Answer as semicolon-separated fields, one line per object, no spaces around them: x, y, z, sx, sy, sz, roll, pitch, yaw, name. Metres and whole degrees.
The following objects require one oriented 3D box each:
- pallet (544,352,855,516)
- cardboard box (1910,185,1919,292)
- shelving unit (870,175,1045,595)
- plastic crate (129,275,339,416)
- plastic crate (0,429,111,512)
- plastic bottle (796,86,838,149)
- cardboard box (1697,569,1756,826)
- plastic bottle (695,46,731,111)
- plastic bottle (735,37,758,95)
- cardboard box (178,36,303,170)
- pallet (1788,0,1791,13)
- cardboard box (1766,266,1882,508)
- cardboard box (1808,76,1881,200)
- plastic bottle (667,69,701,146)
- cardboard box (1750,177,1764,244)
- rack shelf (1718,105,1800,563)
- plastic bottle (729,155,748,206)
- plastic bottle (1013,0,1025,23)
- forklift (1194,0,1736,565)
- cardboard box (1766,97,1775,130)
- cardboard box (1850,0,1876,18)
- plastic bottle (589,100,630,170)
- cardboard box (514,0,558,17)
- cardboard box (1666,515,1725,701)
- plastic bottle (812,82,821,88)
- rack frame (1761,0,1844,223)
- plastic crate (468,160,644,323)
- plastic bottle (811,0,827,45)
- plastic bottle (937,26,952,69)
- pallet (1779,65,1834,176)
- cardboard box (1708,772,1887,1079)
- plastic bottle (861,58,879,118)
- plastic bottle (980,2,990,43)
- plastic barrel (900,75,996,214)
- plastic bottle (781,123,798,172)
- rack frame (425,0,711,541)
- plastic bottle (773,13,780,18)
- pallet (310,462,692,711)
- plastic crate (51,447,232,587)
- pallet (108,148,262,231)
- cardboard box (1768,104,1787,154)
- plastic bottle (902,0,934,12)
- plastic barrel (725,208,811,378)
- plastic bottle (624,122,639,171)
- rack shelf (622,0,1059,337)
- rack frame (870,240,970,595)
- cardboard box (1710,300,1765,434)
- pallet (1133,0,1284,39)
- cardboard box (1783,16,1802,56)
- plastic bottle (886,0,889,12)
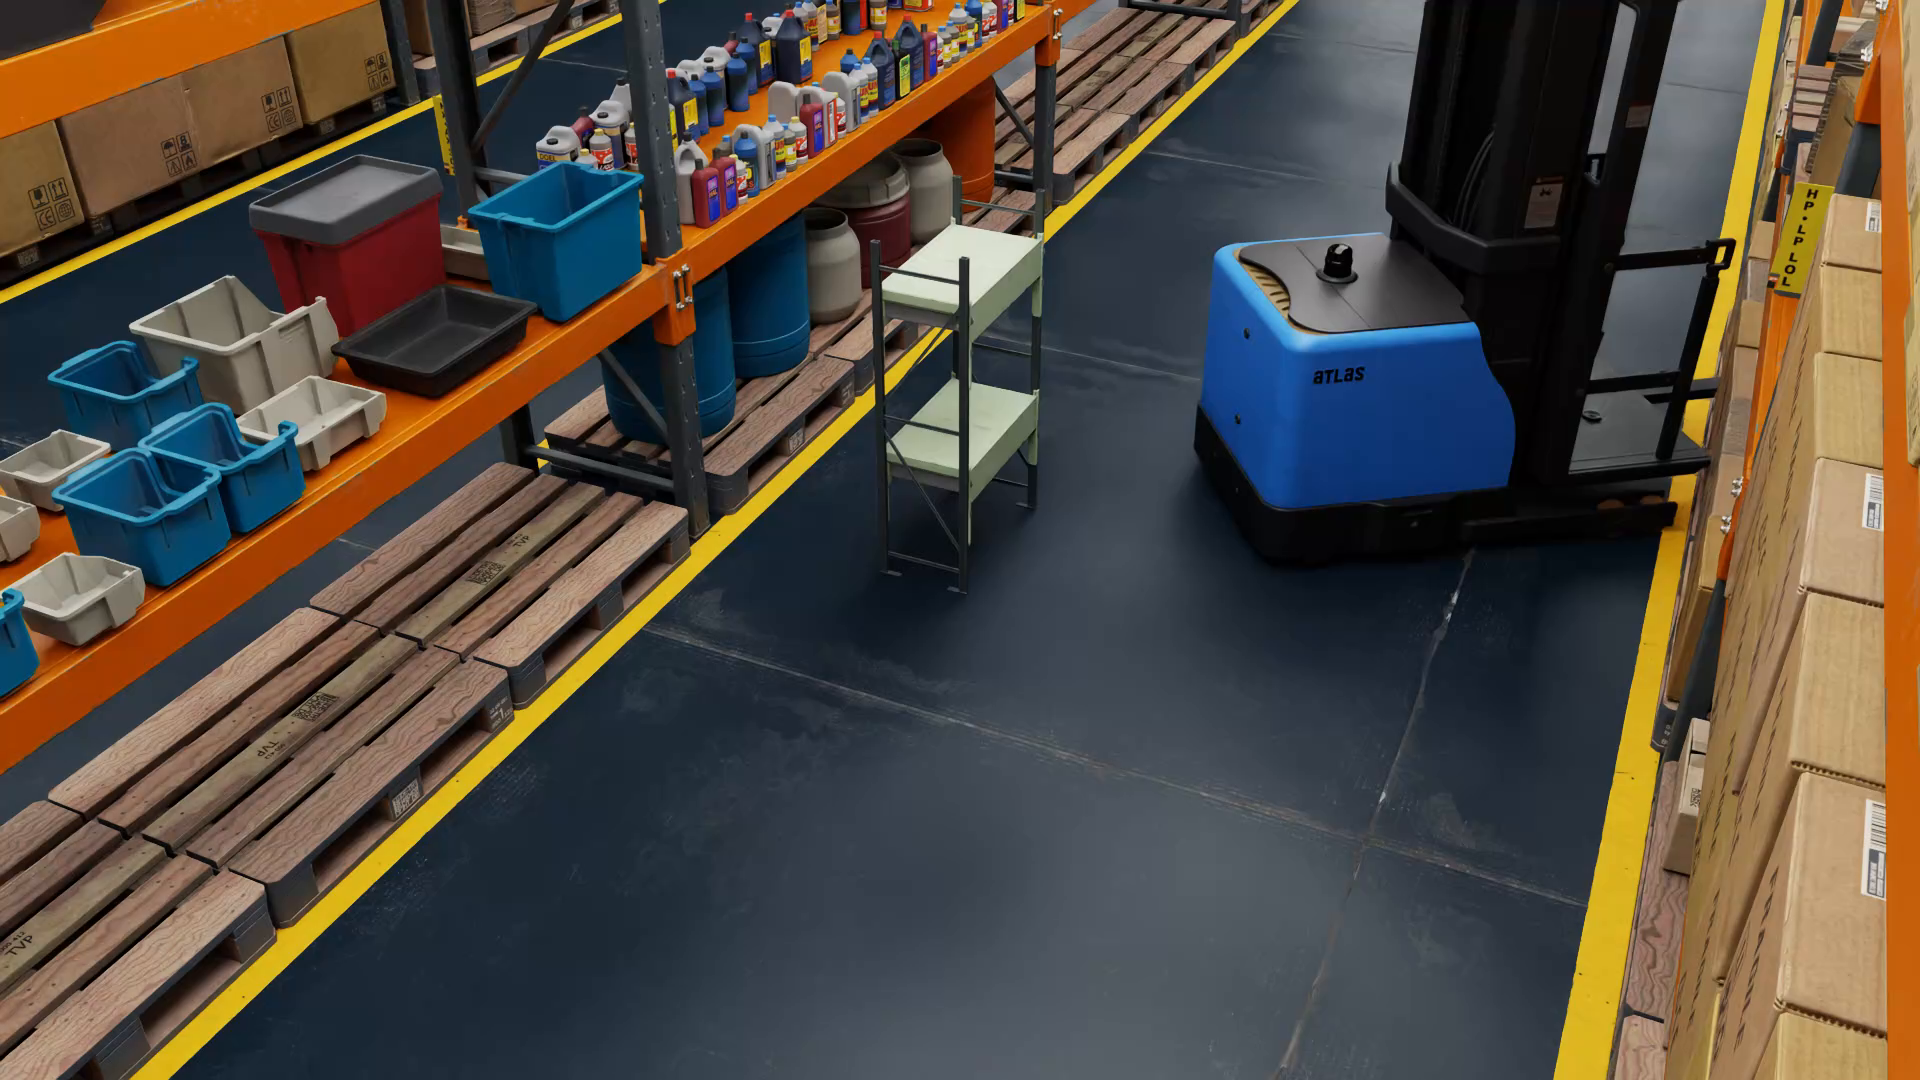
-1.217;-0.603;7.977;1.003;0.211;1.213;14;36;20;pallet
1.862;-0.516;2.703;0.500;0.250;0.500;14;36;20;cardboard box
0.003;-0.631;6.844;0.431;1.500;0.755;14;36;20;shelving unit
-2.384;-0.652;5.562;0.437;0.282;0.530;14;36;20;plastic crate
-2.739;-0.202;5.008;0.298;0.136;0.250;14;36;20;plastic crate
-0.651;-1.947;7.597;0.152;0.276;0.135;14;36;20;plastic bottle
2.036;0.398;3.817;0.500;0.500;0.500;14;36;20;cardboard box
-1.190;-2.229;8.027;0.152;0.276;0.135;14;36;20;plastic bottle
-1.055;-2.343;8.206;0.097;0.271;0.097;0;33;0;plastic bottle
-5.091;-3.029;10.689;1.225;0.875;0.875;14;36;21;cardboard box
7.658;-4.676;14.189;1.003;0.211;1.213;14;36;20;pallet
2.251;-0.289;3.952;0.500;0.500;0.500;13;35;19;cardboard box
3.603;-1.368;6.126;0.700;0.500;0.500;6;34;8;cardboard box
-1.282;-1.966;7.557;0.144;0.351;0.185;14;36;20;plastic bottle
4.804;-1.850;9.460;0.500;0.250;0.500;14;36;20;cardboard box
3.756;-0.952;6.622;1.077;0.370;4.000;14;36;20;rack shelf
-0.950;-1.524;7.020;0.097;0.201;0.097;0;33;0;plastic bottle
0.314;-3.039;9.255;0.061;0.283;0.133;14;36;20;plastic bottle
2.661;-1.514;6.887;3.031;2.935;1.130;-6;34;-9;forklift
5.658;-2.868;11.013;0.500;0.250;0.500;15;36;22;cardboard box
5.280;-3.130;9.196;0.500;0.500;0.500;12;35;18;cardboard box
-1.554;-1.795;7.365;0.152;0.276;0.135;14;36;20;plastic bottle
-3.690;-4.563;13.352;0.700;0.500;0.500;17;37;24;cardboard box
2.866;0.293;5.945;0.500;0.500;0.500;14;36;20;cardboard box
-0.675;-2.051;7.823;0.097;0.201;0.097;0;33;0;plastic bottle
4.593;-2.249;7.944;1.000;3.000;0.127;14;36;20;rack frame
-1.464;-1.102;6.155;0.392;0.384;0.575;14;36;20;plastic crate
-0.767;-2.795;8.883;0.061;0.283;0.133;14;36;20;plastic bottle
-0.092;-2.545;8.577;0.097;0.201;0.097;0;33;0;plastic bottle
4.373;-1.815;7.457;1.213;0.211;1.003;14;36;20;pallet
1.393;0.739;2.384;0.500;0.500;0.500;15;36;22;cardboard box
-0.440;-2.161;7.927;0.097;0.271;0.097;0;33;0;plastic bottle
0.112;-2.788;8.947;0.097;0.201;0.097;0;33;0;plastic bottle
-0.094;-2.407;9.782;0.600;0.830;0.708;14;36;20;plastic barrel
-0.771;-1.737;7.344;0.097;0.201;0.097;0;33;0;plastic bottle
-1.578;-1.395;6.641;1.000;3.000;0.127;14;36;20;rack frame
-0.936;-2.565;8.543;0.097;0.271;0.097;0;33;0;plastic bottle
-1.850;0.147;6.834;1.003;0.211;1.213;14;36;20;pallet
-2.298;-0.061;4.705;0.416;0.233;0.300;14;36;20;plastic crate
-5.313;-2.376;10.681;1.003;0.211;1.213;14;36;20;pallet
5.014;-2.337;9.692;0.500;0.311;0.500;14;36;20;cardboard box
-0.241;-3.159;9.445;0.152;0.276;0.135;14;36;20;plastic bottle
-1.039;-1.312;8.047;0.600;0.901;0.708;14;36;20;plastic barrel
-1.433;-1.745;7.356;0.097;0.201;0.097;0;33;0;plastic bottle
-0.741;-2.090;8.358;1.077;0.370;4.000;14;36;20;rack shelf
-0.150;-0.448;6.566;0.400;1.500;0.023;14;36;20;rack frame
3.715;-0.715;7.484;0.500;0.500;0.500;14;36;20;cardboard box
2.088;-4.538;13.978;1.003;0.211;1.213;14;36;20;pallet
5.867;-3.352;11.240;0.500;0.311;0.500;14;36;21;cardboard box
-0.453;-3.140;9.421;0.097;0.271;0.097;0;33;0;plastic bottle
